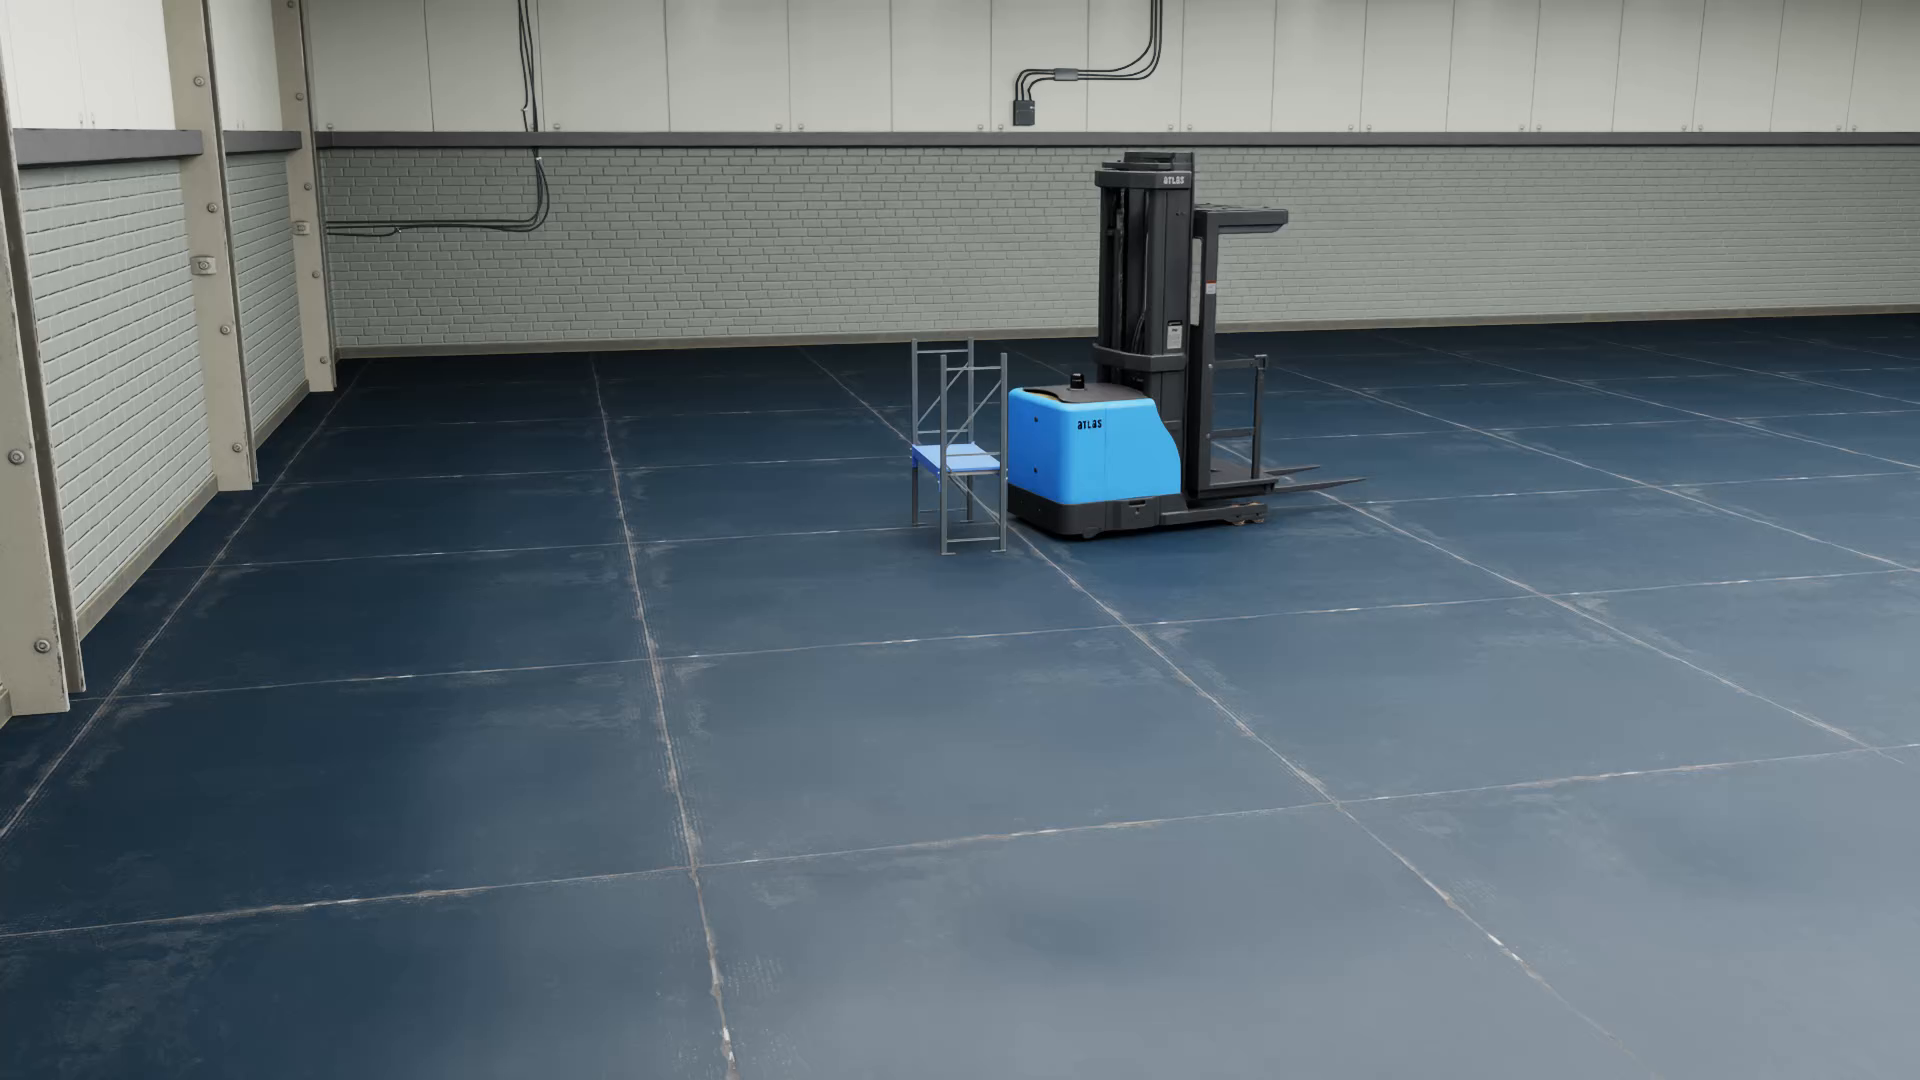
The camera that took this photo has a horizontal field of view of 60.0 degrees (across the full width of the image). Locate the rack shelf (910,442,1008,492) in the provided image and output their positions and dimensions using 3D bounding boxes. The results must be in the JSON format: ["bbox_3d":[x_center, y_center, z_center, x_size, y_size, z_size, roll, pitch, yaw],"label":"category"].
[{"bbox_3d":[-0.020,-0.574,12.872,0.538,0.185,1.000,-3,14,-13],"label":"rack shelf"}]

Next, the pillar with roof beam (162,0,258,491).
[{"bbox_3d":[-2.300,-5.095,14.819,9.100,9.000,0.400,-3,14,-13],"label":"pillar with roof beam"}]

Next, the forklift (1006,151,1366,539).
[{"bbox_3d":[1.937,-1.648,13.498,3.031,2.935,1.130,-6,15,-24],"label":"forklift"}]

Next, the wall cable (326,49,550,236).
[{"bbox_3d":[-7.300,-5.484,22.955,3.097,2.526,0.112,-3,14,-13],"label":"wall cable"}]

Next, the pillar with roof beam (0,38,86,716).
[{"bbox_3d":[-0.891,-3.710,9.154,9.100,9.000,0.400,-3,14,-13],"label":"pillar with roof beam"}]

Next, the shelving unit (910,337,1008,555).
[{"bbox_3d":[-0.020,-0.748,12.830,0.538,1.500,1.048,-3,14,-13],"label":"shelving unit"}]

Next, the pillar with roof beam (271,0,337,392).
[{"bbox_3d":[-3.709,-6.479,20.485,9.100,9.000,0.400,-3,14,-13],"label":"pillar with roof beam"}]

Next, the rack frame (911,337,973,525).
[{"bbox_3d":[-0.139,-0.866,13.310,0.500,1.500,0.032,-3,14,-13],"label":"rack frame"}]

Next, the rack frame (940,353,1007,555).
[{"bbox_3d":[0.099,-0.631,12.350,0.500,1.500,0.032,-3,14,-13],"label":"rack frame"}]

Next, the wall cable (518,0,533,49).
[{"bbox_3d":[-4.670,-8.088,22.972,3.097,2.526,0.112,-3,14,-13],"label":"wall cable"}]

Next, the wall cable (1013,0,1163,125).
[{"bbox_3d":[1.932,-9.170,24.333,2.305,6.003,0.169,-3,14,-13],"label":"wall cable"}]
